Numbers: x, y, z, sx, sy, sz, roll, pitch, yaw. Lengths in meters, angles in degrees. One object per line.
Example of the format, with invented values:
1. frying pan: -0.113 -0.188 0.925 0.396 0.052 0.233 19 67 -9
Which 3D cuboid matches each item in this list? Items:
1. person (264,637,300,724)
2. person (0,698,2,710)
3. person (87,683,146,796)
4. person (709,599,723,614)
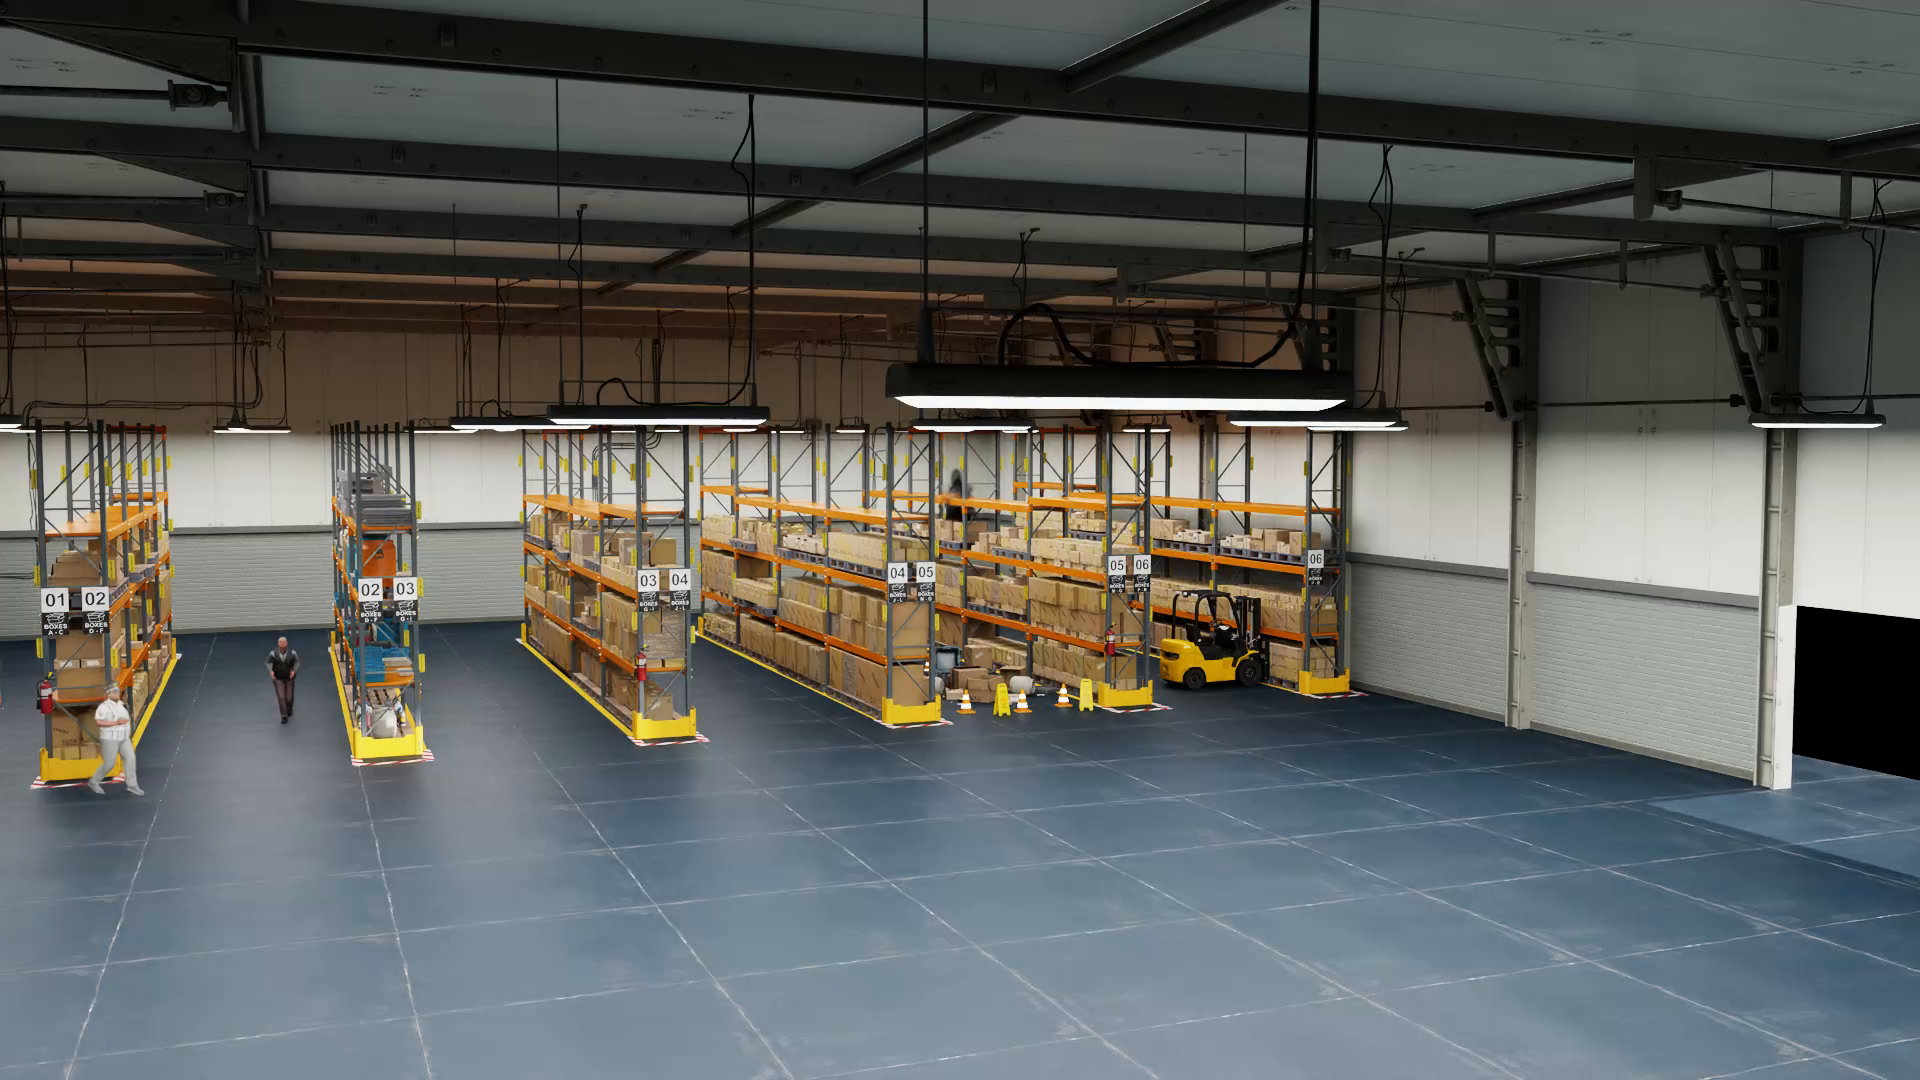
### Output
1. person: -13.577 2.795 33.343 0.670 1.704 0.687 -2 4 -25
2. person: -16.638 3.092 28.210 0.681 1.764 0.777 -2 4 -26
3. person: -13.442 3.177 26.419 0.862 1.819 0.664 1 4 13
4. person: -7.269 1.812 49.555 0.782 1.604 0.826 -1 4 -9
